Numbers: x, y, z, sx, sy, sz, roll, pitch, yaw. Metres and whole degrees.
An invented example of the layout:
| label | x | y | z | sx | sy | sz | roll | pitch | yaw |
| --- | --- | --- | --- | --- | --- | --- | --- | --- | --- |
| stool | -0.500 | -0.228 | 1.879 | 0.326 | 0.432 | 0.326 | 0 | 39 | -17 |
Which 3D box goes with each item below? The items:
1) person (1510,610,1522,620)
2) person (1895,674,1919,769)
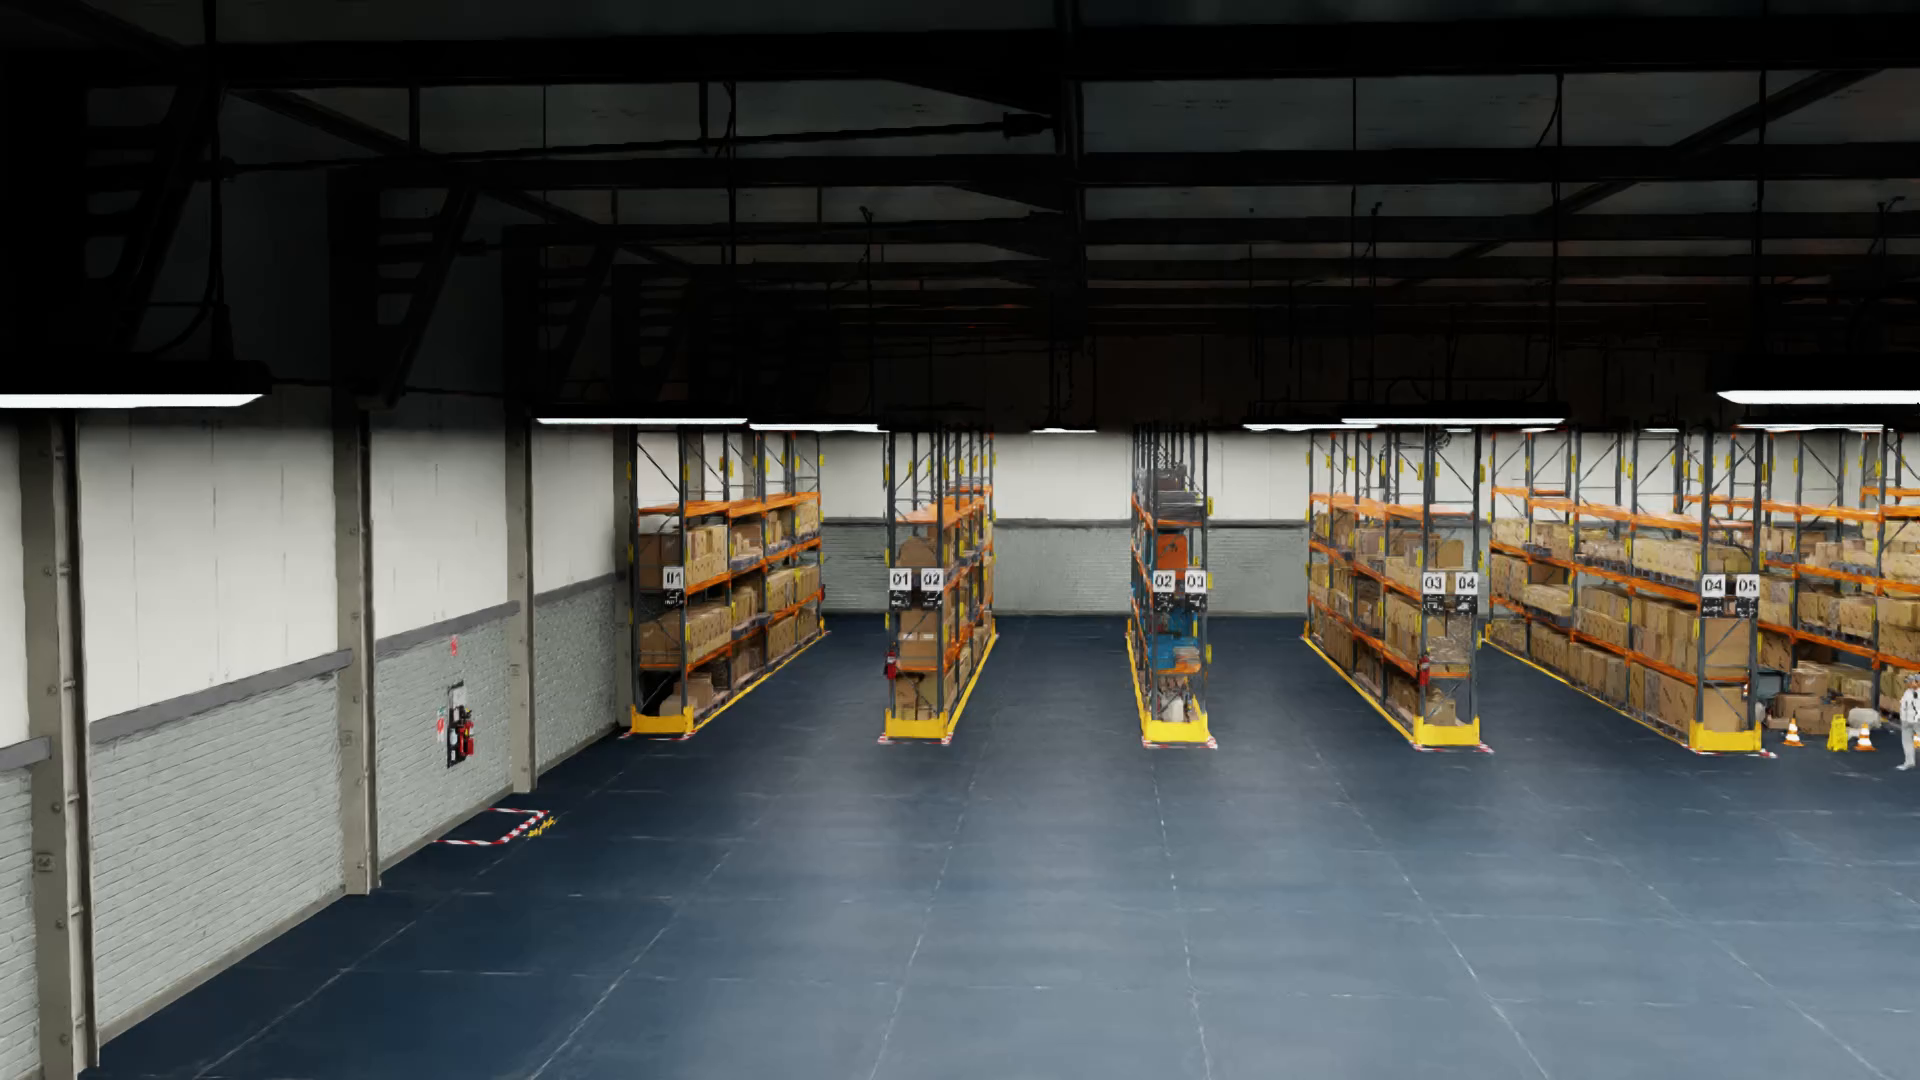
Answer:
| label | x | y | z | sx | sy | sz | roll | pitch | yaw |
| --- | --- | --- | --- | --- | --- | --- | --- | --- | --- |
| person | 16.873 | 1.728 | 50.041 | 0.657 | 1.662 | 0.499 | -3 | 4 | -35 |
| person | 16.350 | 3.111 | 28.315 | 0.508 | 1.659 | 0.674 | -1 | 4 | -21 |
